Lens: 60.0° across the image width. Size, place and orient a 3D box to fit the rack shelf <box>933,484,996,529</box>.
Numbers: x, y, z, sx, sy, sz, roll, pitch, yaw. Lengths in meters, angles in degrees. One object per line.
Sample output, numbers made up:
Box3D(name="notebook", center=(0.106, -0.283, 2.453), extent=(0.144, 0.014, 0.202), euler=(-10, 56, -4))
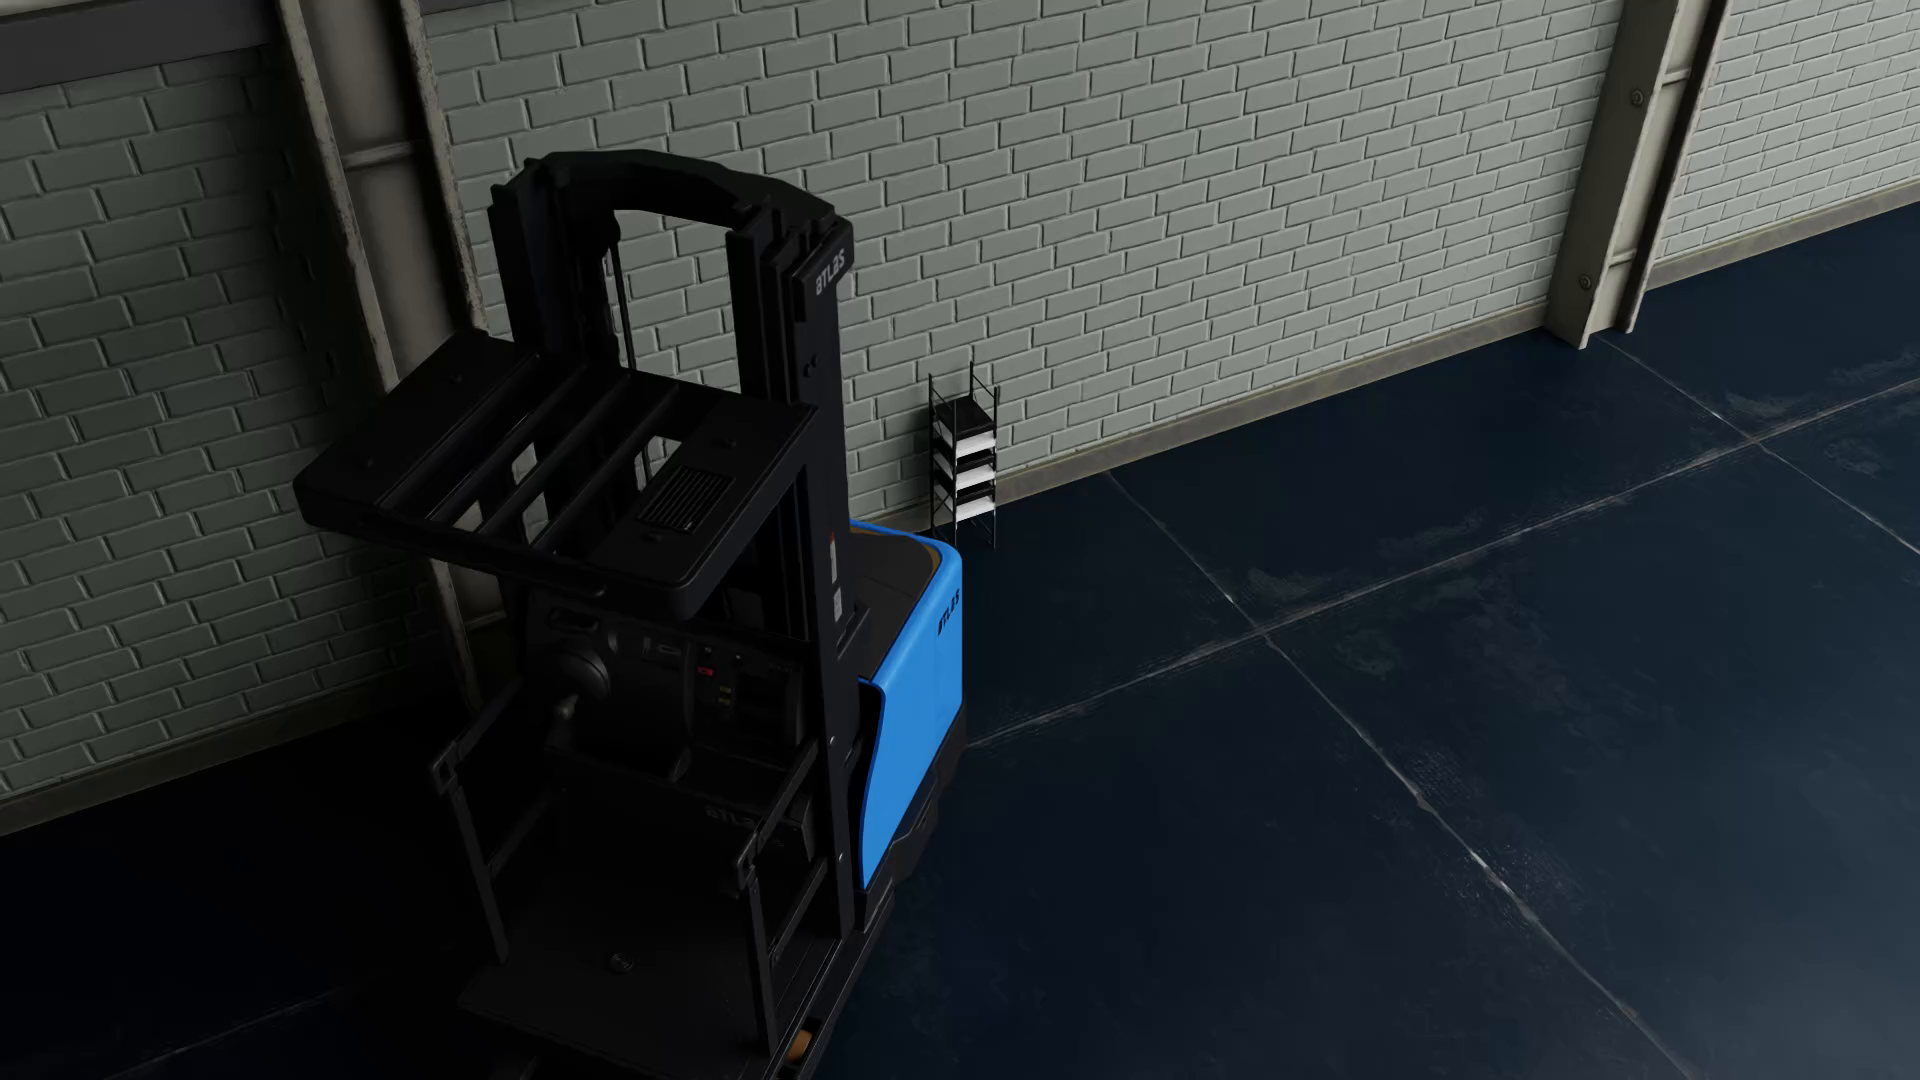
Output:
Box3D(name="rack shelf", center=(0.013, -0.179, 7.584), extent=(0.200, 0.077, 0.258), euler=(-19, 44, -21))

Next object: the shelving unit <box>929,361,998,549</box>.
Box3D(name="shelving unit", center=(0.013, -0.342, 7.446), extent=(0.210, 0.900, 0.258), euler=(-19, 44, -21))

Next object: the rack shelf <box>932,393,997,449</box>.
Box3D(name="rack shelf", center=(0.013, -0.522, 7.293), extent=(0.200, 0.077, 0.258), euler=(-19, 44, -21))

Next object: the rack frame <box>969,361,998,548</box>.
Box3D(name="rack frame", center=(0.102, -0.373, 7.483), extent=(0.006, 0.900, 0.240), euler=(-19, 44, -21))

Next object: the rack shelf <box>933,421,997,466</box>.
Box3D(name="rack shelf", center=(0.013, -0.454, 7.351), extent=(0.200, 0.077, 0.258), euler=(-19, 44, -21))

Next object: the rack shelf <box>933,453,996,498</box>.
Box3D(name="rack shelf", center=(0.013, -0.316, 7.468), extent=(0.200, 0.077, 0.258), euler=(-19, 44, -21))

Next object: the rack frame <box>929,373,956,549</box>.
Box3D(name="rack frame", center=(-0.077, -0.311, 7.409), extent=(0.006, 0.900, 0.240), euler=(-19, 44, -21))

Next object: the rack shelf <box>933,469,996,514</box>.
Box3D(name="rack shelf", center=(0.013, -0.248, 7.526), extent=(0.200, 0.077, 0.258), euler=(-19, 44, -21))

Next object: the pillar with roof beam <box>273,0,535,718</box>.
Box3D(name="pillar with roof beam", center=(0.100, -0.348, 1.185), extent=(0.400, 9.000, 9.100), euler=(-19, 44, -21))

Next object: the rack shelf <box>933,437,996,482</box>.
Box3D(name="rack shelf", center=(0.013, -0.385, 7.409), extent=(0.200, 0.077, 0.258), euler=(-19, 44, -21))

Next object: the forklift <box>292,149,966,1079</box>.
Box3D(name="forklift", center=(-0.973, 0.500, 4.880), extent=(1.130, 2.935, 3.031), euler=(14, 42, 16))

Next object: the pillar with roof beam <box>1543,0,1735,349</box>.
Box3D(name="pillar with roof beam", center=(5.422, -2.138, 3.300), extent=(0.400, 9.000, 9.100), euler=(-19, 44, -21))
